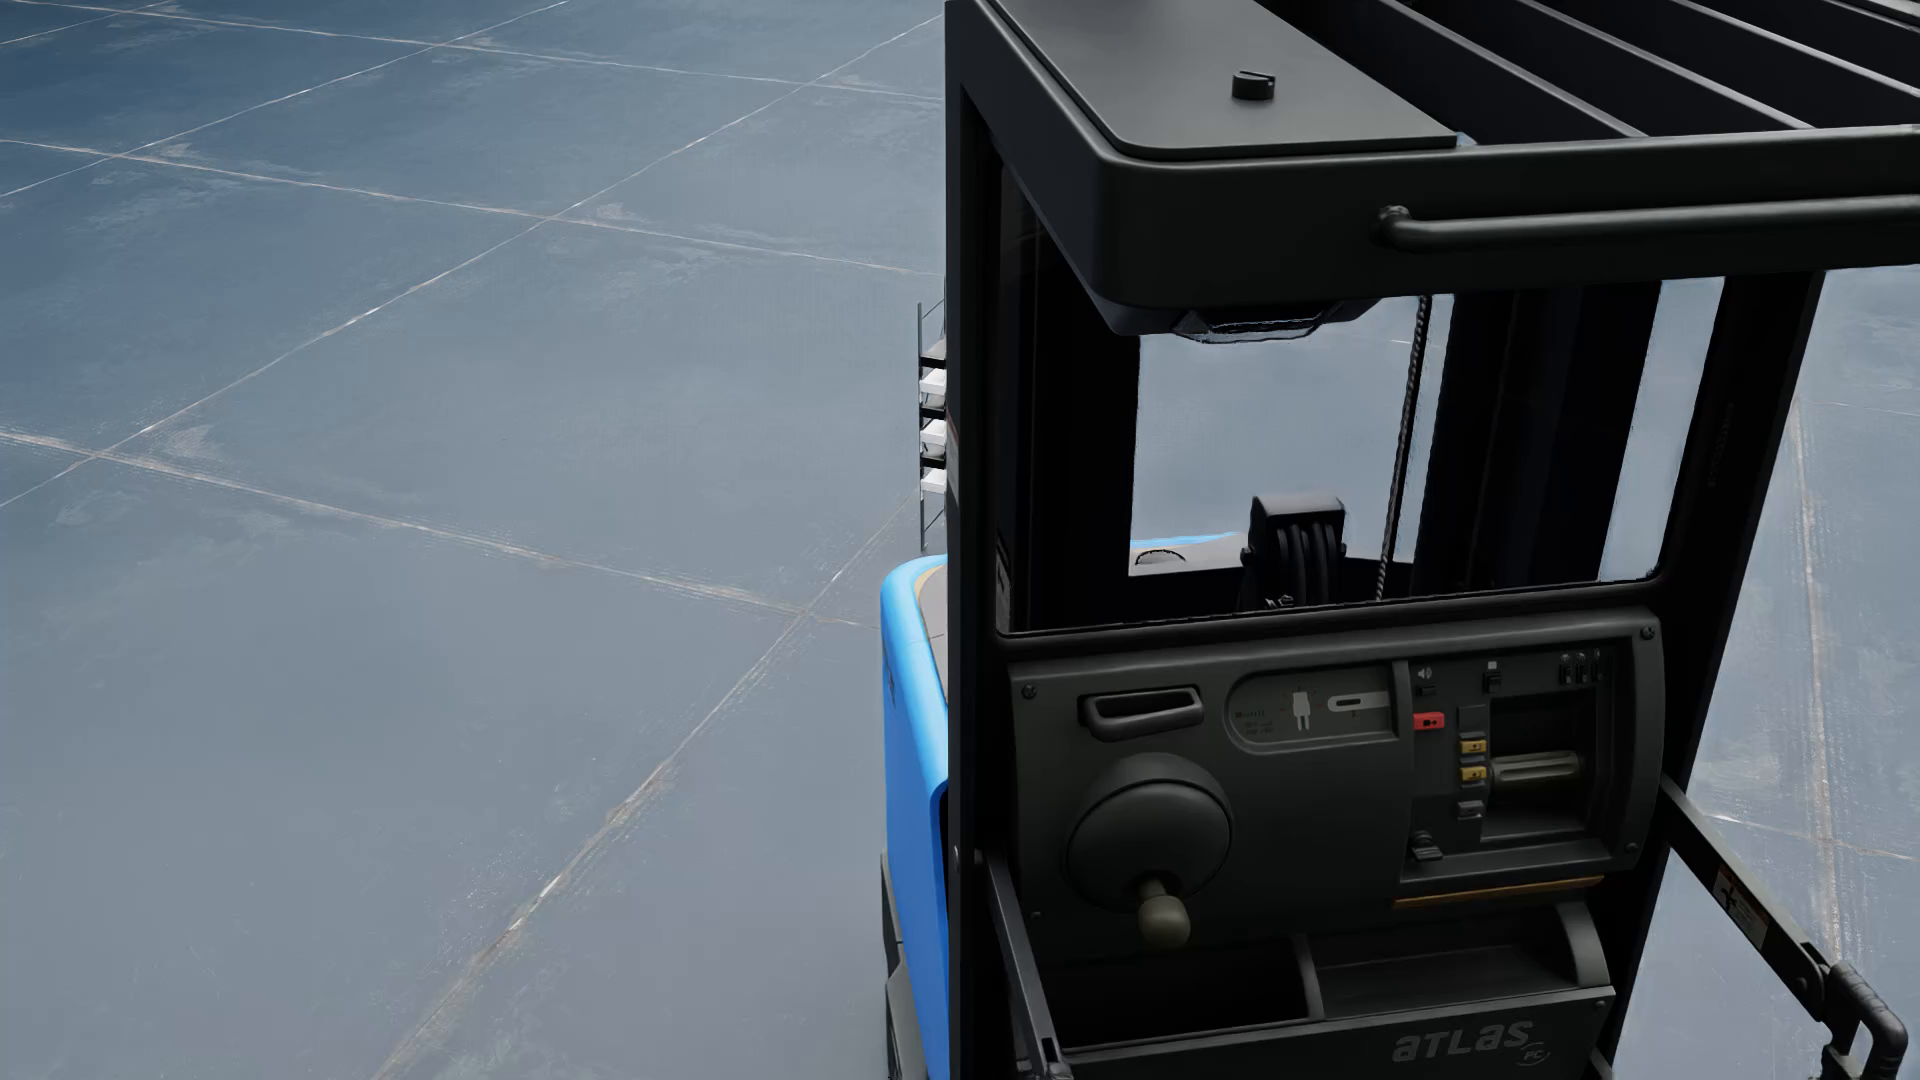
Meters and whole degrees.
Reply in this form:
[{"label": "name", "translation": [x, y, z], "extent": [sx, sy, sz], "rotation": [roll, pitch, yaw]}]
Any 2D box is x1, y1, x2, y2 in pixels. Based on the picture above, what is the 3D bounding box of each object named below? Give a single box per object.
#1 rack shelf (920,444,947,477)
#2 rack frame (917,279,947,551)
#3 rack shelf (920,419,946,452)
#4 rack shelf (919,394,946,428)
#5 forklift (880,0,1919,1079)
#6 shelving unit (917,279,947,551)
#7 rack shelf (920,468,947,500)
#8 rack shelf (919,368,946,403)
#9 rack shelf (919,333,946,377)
[{"label": "rack shelf", "translation": [0.008, -0.283, 5.587], "extent": [0.200, 0.077, 0.258], "rotation": [11, 31, 19]}, {"label": "rack frame", "translation": [-0.087, -0.409, 5.559], "extent": [0.006, 0.900, 0.240], "rotation": [11, 31, 19]}, {"label": "rack shelf", "translation": [0.008, -0.361, 5.542], "extent": [0.200, 0.077, 0.258], "rotation": [11, 31, 19]}, {"label": "rack shelf", "translation": [0.008, -0.440, 5.498], "extent": [0.200, 0.077, 0.258], "rotation": [11, 31, 19]}, {"label": "forklift", "translation": [0.567, 0.372, 2.113], "extent": [1.130, 2.935, 3.031], "rotation": [-5, 30, -8]}, {"label": "shelving unit", "translation": [0.008, -0.390, 5.526], "extent": [0.210, 0.900, 0.258], "rotation": [11, 31, 19]}, {"label": "rack shelf", "translation": [0.008, -0.205, 5.631], "extent": [0.200, 0.077, 0.258], "rotation": [11, 31, 19]}, {"label": "rack shelf", "translation": [0.008, -0.518, 5.454], "extent": [0.200, 0.077, 0.258], "rotation": [11, 31, 19]}, {"label": "rack shelf", "translation": [0.008, -0.596, 5.409], "extent": [0.200, 0.077, 0.258], "rotation": [11, 31, 19]}]
